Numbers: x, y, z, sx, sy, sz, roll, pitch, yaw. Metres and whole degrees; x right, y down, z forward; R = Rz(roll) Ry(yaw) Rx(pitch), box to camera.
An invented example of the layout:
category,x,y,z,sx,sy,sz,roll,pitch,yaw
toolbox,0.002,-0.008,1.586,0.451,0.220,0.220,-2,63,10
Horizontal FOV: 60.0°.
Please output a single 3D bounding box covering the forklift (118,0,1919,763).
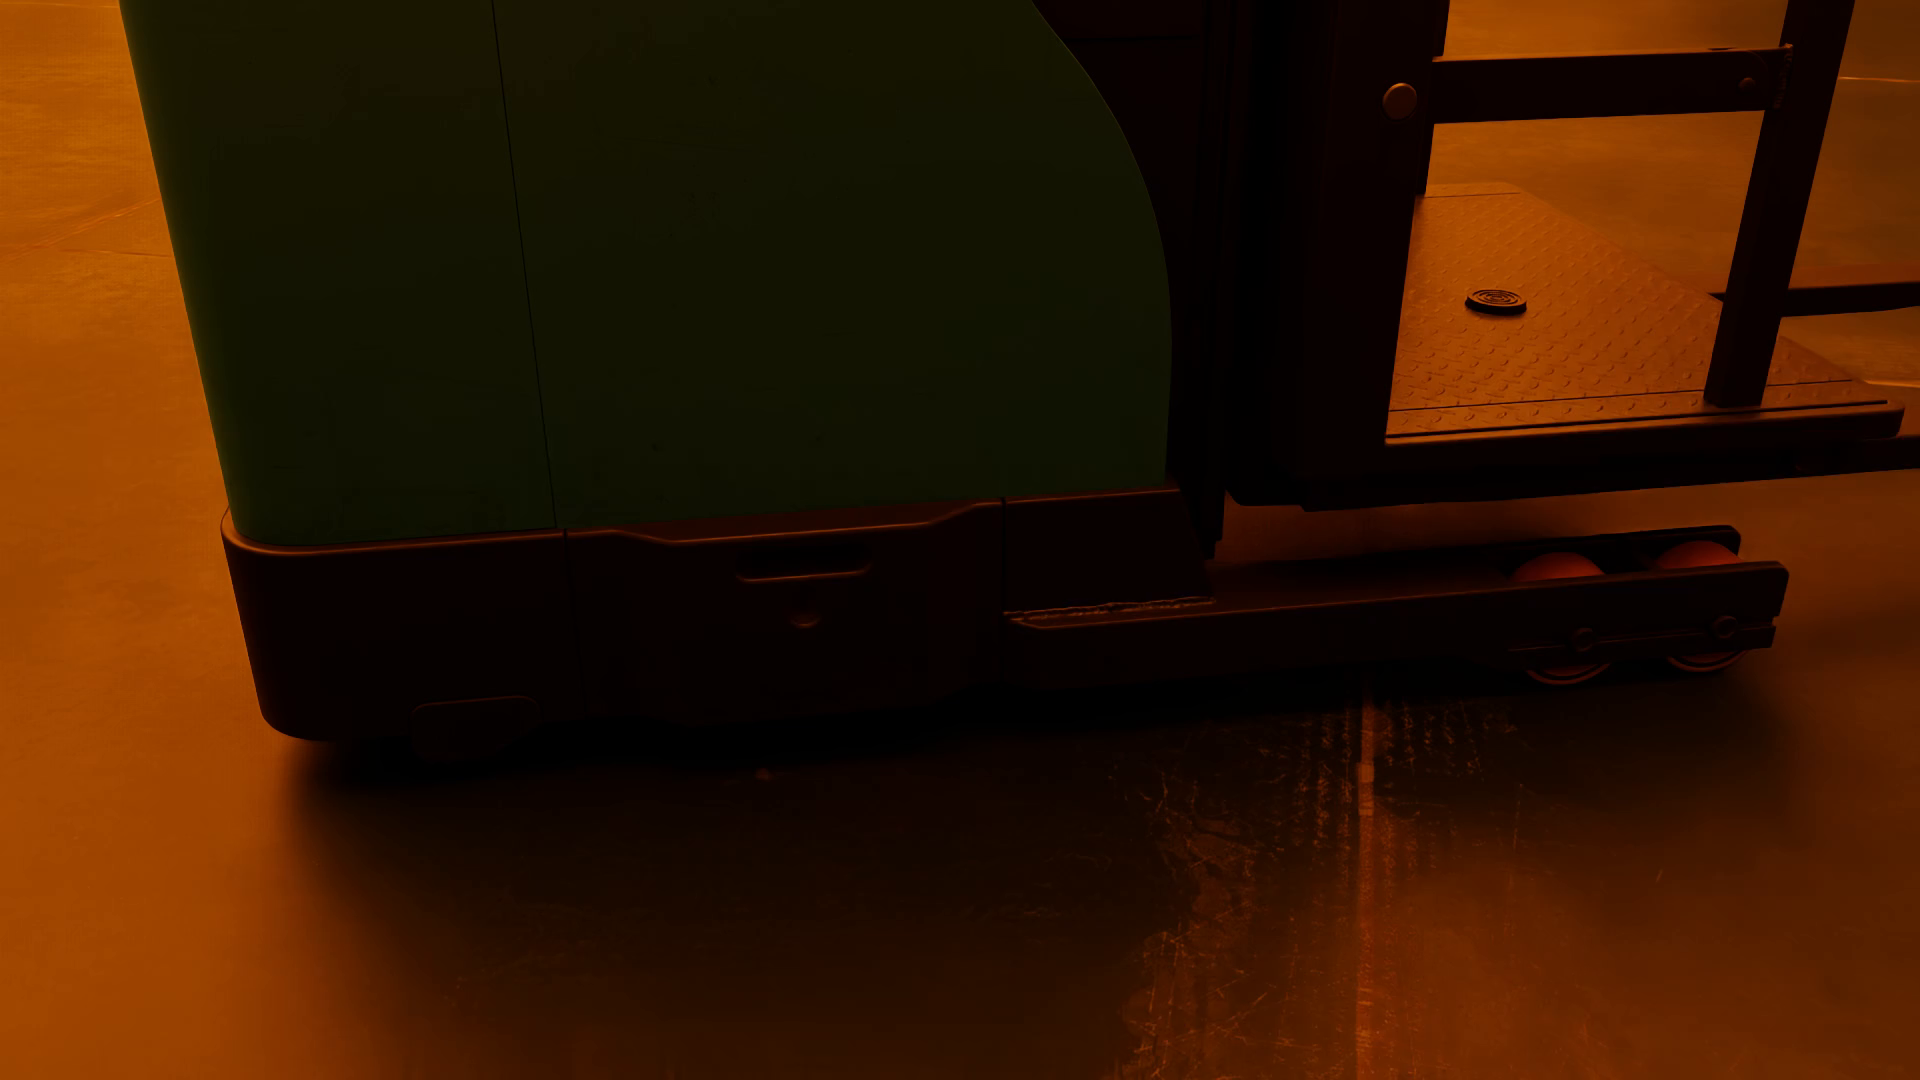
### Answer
category,x,y,z,sx,sy,sz,roll,pitch,yaw
forklift,0.600,-1.354,1.930,3.031,2.935,1.130,-4,27,-9
